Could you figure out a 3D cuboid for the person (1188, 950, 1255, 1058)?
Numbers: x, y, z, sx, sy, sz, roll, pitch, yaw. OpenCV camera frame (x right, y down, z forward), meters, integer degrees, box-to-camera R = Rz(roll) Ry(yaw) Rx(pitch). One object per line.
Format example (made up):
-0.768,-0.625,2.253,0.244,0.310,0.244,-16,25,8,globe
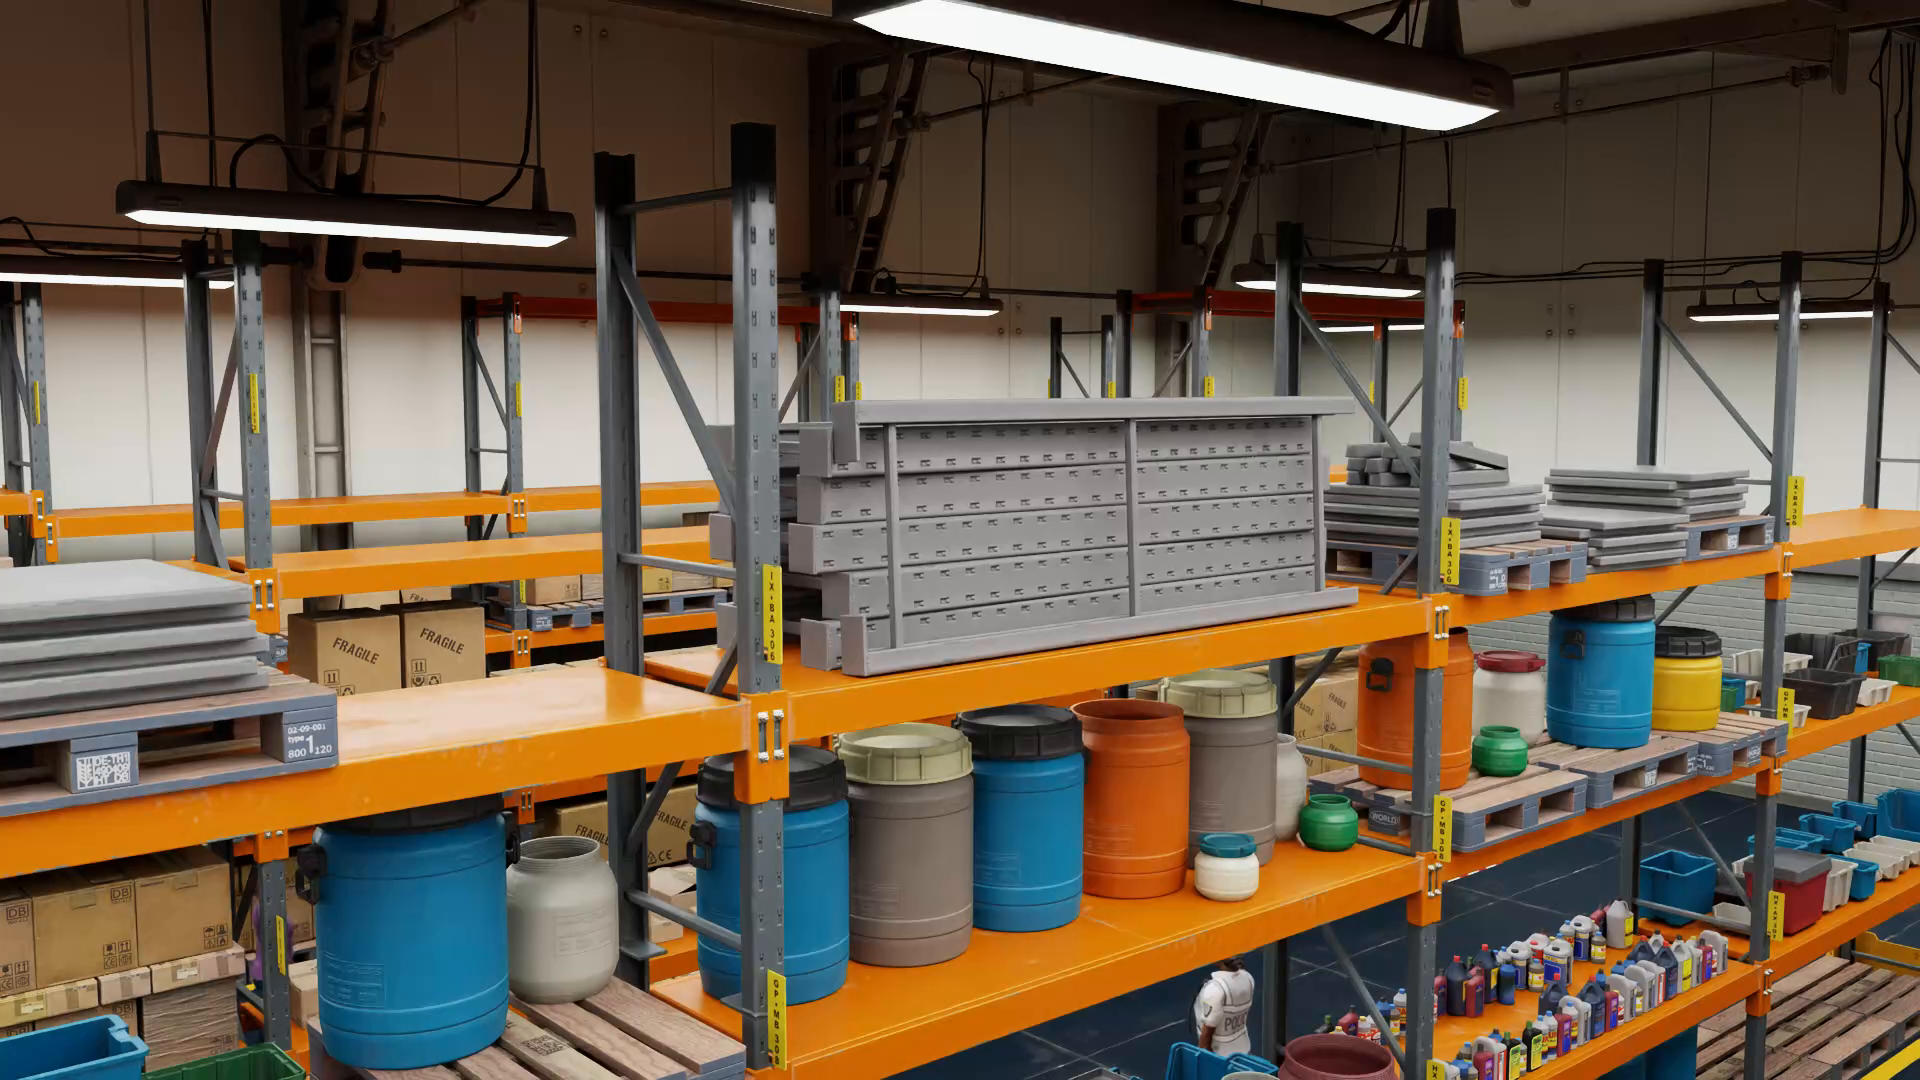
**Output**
1.618,3.326,10.660,0.513,1.703,0.468,3,6,30,person

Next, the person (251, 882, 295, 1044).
-5.018,3.209,12.225,0.385,1.605,0.422,-2,6,-16,person
